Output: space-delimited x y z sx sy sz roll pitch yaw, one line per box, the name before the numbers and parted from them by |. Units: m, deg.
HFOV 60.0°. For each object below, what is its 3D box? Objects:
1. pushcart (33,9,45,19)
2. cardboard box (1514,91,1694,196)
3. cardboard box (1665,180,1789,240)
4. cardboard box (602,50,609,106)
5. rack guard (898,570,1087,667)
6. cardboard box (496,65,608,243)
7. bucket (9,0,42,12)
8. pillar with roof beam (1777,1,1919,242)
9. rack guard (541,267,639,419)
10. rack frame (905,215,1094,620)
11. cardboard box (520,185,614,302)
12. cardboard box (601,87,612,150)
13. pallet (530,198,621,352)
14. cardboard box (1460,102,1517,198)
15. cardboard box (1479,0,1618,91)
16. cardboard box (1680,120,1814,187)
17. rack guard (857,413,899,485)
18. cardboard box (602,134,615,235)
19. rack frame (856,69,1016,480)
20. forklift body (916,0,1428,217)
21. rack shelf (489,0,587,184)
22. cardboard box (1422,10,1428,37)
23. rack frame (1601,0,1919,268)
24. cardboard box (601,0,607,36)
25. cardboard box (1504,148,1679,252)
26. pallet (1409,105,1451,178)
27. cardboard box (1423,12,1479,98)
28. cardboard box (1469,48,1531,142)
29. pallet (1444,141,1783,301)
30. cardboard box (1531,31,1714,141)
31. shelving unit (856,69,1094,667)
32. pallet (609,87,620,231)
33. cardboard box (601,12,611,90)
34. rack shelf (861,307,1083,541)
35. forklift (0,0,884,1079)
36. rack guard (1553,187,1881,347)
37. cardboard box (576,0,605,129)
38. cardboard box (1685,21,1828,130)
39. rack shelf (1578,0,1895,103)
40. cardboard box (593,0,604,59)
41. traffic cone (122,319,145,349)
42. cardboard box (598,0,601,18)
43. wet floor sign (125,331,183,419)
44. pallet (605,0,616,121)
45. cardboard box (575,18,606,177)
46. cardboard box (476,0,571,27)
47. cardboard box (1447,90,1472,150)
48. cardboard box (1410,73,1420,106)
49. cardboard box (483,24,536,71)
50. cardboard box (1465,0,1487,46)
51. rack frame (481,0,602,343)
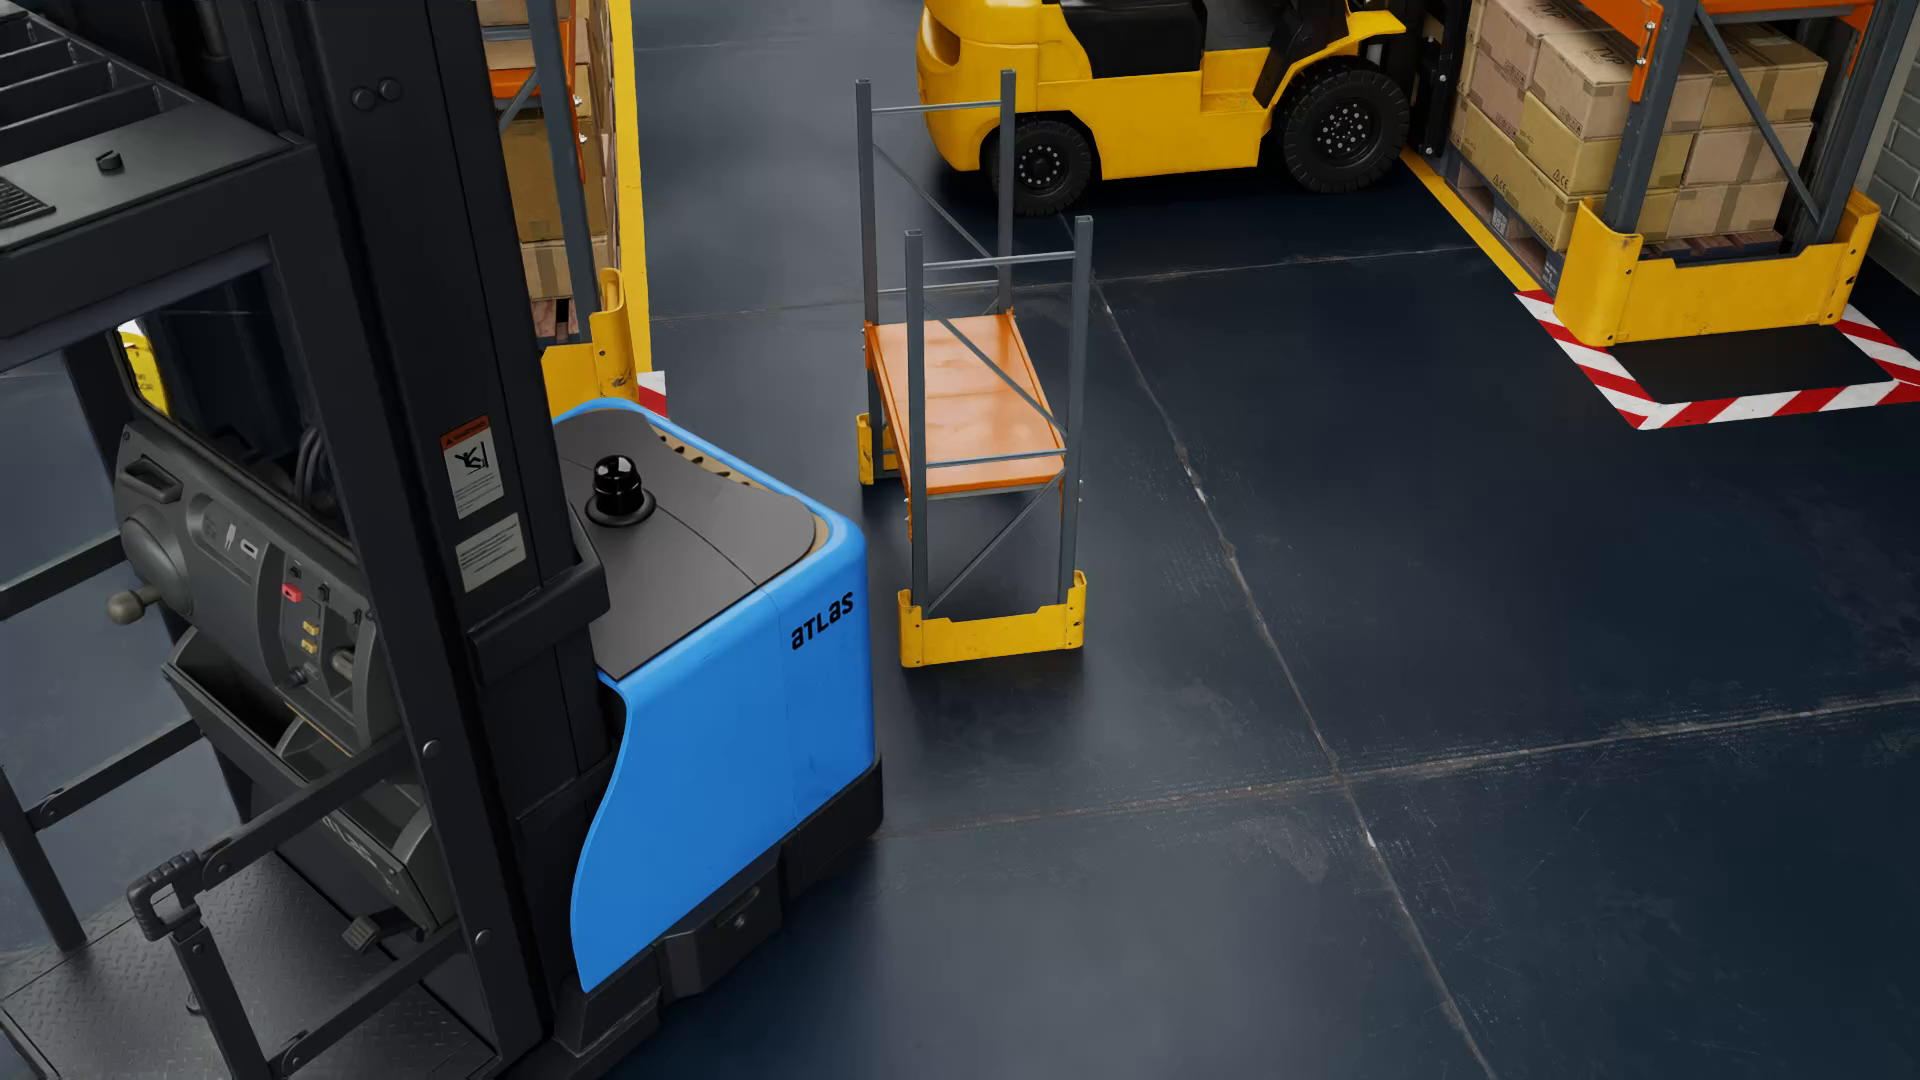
pushcart | -4.743 -2.714 8.936 1.648 0.377 0.936 -20 42 -23
cardboard box | 2.687 -1.683 6.962 0.500 0.250 0.500 -7 38 -9
cardboard box | 3.187 -1.543 7.190 0.500 0.250 0.500 -6 38 -8
cardboard box | -1.951 -2.148 7.969 0.500 0.250 0.500 -6 38 -7
rack guard | 0.101 0.248 5.227 0.587 0.250 0.087 -6 38 -8
cardboard box | -1.680 -1.516 6.544 0.500 0.500 0.500 -7 38 -9
bucket | -5.069 -2.905 8.473 0.726 0.611 0.620 6 28 8
pillar with roof beam | -0.393 -4.568 4.295 9.100 9.000 0.400 -6 38 -8
rack guard | -1.819 -0.668 6.202 1.175 0.500 0.348 -6 38 -8
rack frame | 0.104 -0.234 4.828 0.500 1.500 0.032 -6 38 -8
cardboard box | -1.675 -1.206 6.756 0.500 0.250 0.500 -7 38 -8
cardboard box | -1.865 -1.843 7.576 0.500 0.250 0.500 -4 38 -5
pallet | -1.927 -1.048 6.927 1.003 0.211 1.213 -6 38 -8
cardboard box | 2.609 -1.776 7.490 0.500 0.250 0.500 -6 38 -8
cardboard box | 2.597 -2.172 7.185 0.500 0.250 0.500 -6 38 -7
cardboard box | 3.202 -1.729 7.022 0.500 0.250 0.500 -6 38 -7
rack guard | -0.074 -0.353 6.001 0.587 0.250 0.087 -6 38 -8
cardboard box | -1.757 -1.515 7.154 0.500 0.250 0.500 -5 38 -6
rack frame | -0.074 -0.848 5.619 0.500 1.500 0.032 -6 38 -8
forklift body | 0.952 -2.759 7.548 2.313 2.155 1.214 -6 38 -8
rack shelf | -2.157 -2.533 7.151 1.077 0.370 4.000 -6 38 -8
cardboard box | 2.414 -2.599 8.142 0.500 0.250 0.500 -6 38 -8
rack frame | 3.080 -2.145 6.066 1.000 3.000 0.127 -6 38 -8
cardboard box | -2.139 -2.777 8.778 0.500 0.250 0.500 -5 38 -6
cardboard box | 2.687 -1.475 7.102 0.500 0.250 0.500 -6 38 -8
pallet | 2.694 -2.237 8.457 1.003 0.211 1.213 -6 38 -8
cardboard box | 2.499 -2.296 7.752 0.500 0.250 0.500 -7 38 -9
cardboard box | 2.610 -1.987 7.354 0.500 0.250 0.500 -7 38 -8
pallet | 2.905 -1.501 7.510 1.003 0.211 1.213 -6 38 -8
cardboard box | 2.692 -1.864 6.789 0.500 0.250 0.500 -5 38 -6
shelving unit | 0.013 -0.546 5.231 0.587 1.500 1.083 -6 38 -8
pallet | -2.137 -1.783 7.873 1.003 0.211 1.213 -6 38 -8
cardboard box | -2.036 -2.456 8.365 0.500 0.250 0.500 -7 38 -9
rack shelf | 0.015 -0.399 5.334 0.538 0.185 1.000 -6 38 -8
forklift | -1.555 0.154 3.163 1.130 2.935 3.031 28 46 31
rack guard | 3.084 -1.143 6.814 1.175 0.500 0.348 -6 38 -8
cardboard box | -1.856 -2.135 7.341 0.500 0.500 0.500 -6 38 -7
cardboard box | 3.182 -1.930 6.874 0.500 0.250 0.500 -7 38 -9
rack shelf | 2.730 -3.069 7.842 1.077 0.370 4.000 -6 38 -8
cardboard box | -1.958 -2.457 7.756 0.500 0.500 0.500 -4 38 -6
traffic cone | -3.151 -0.728 6.310 0.336 0.463 0.334 -6 38 -8
cardboard box | -2.048 -2.765 8.152 0.500 0.500 0.500 -6 38 -7
wet floor sign | -2.826 -0.449 5.802 0.267 0.644 0.232 6 38 8
pallet | -2.355 -2.522 8.824 1.003 0.211 1.213 -6 38 -8
cardboard box | -1.776 -1.831 6.950 0.500 0.500 0.500 -8 38 -10
cardboard box | -1.616 -2.082 5.661 0.500 0.500 0.500 -7 38 -9
cardboard box | 2.530 -2.079 7.880 0.500 0.250 0.500 -6 38 -7
cardboard box | 2.417 -2.391 8.281 0.500 0.250 0.500 -5 38 -7
cardboard box | -1.662 -1.737 5.746 0.380 0.149 0.250 -6 38 -8
cardboard box | 2.499 -2.476 7.576 0.500 0.250 0.500 -6 38 -7
rack frame | -1.806 -1.609 5.376 1.000 3.000 0.127 -6 38 -8
